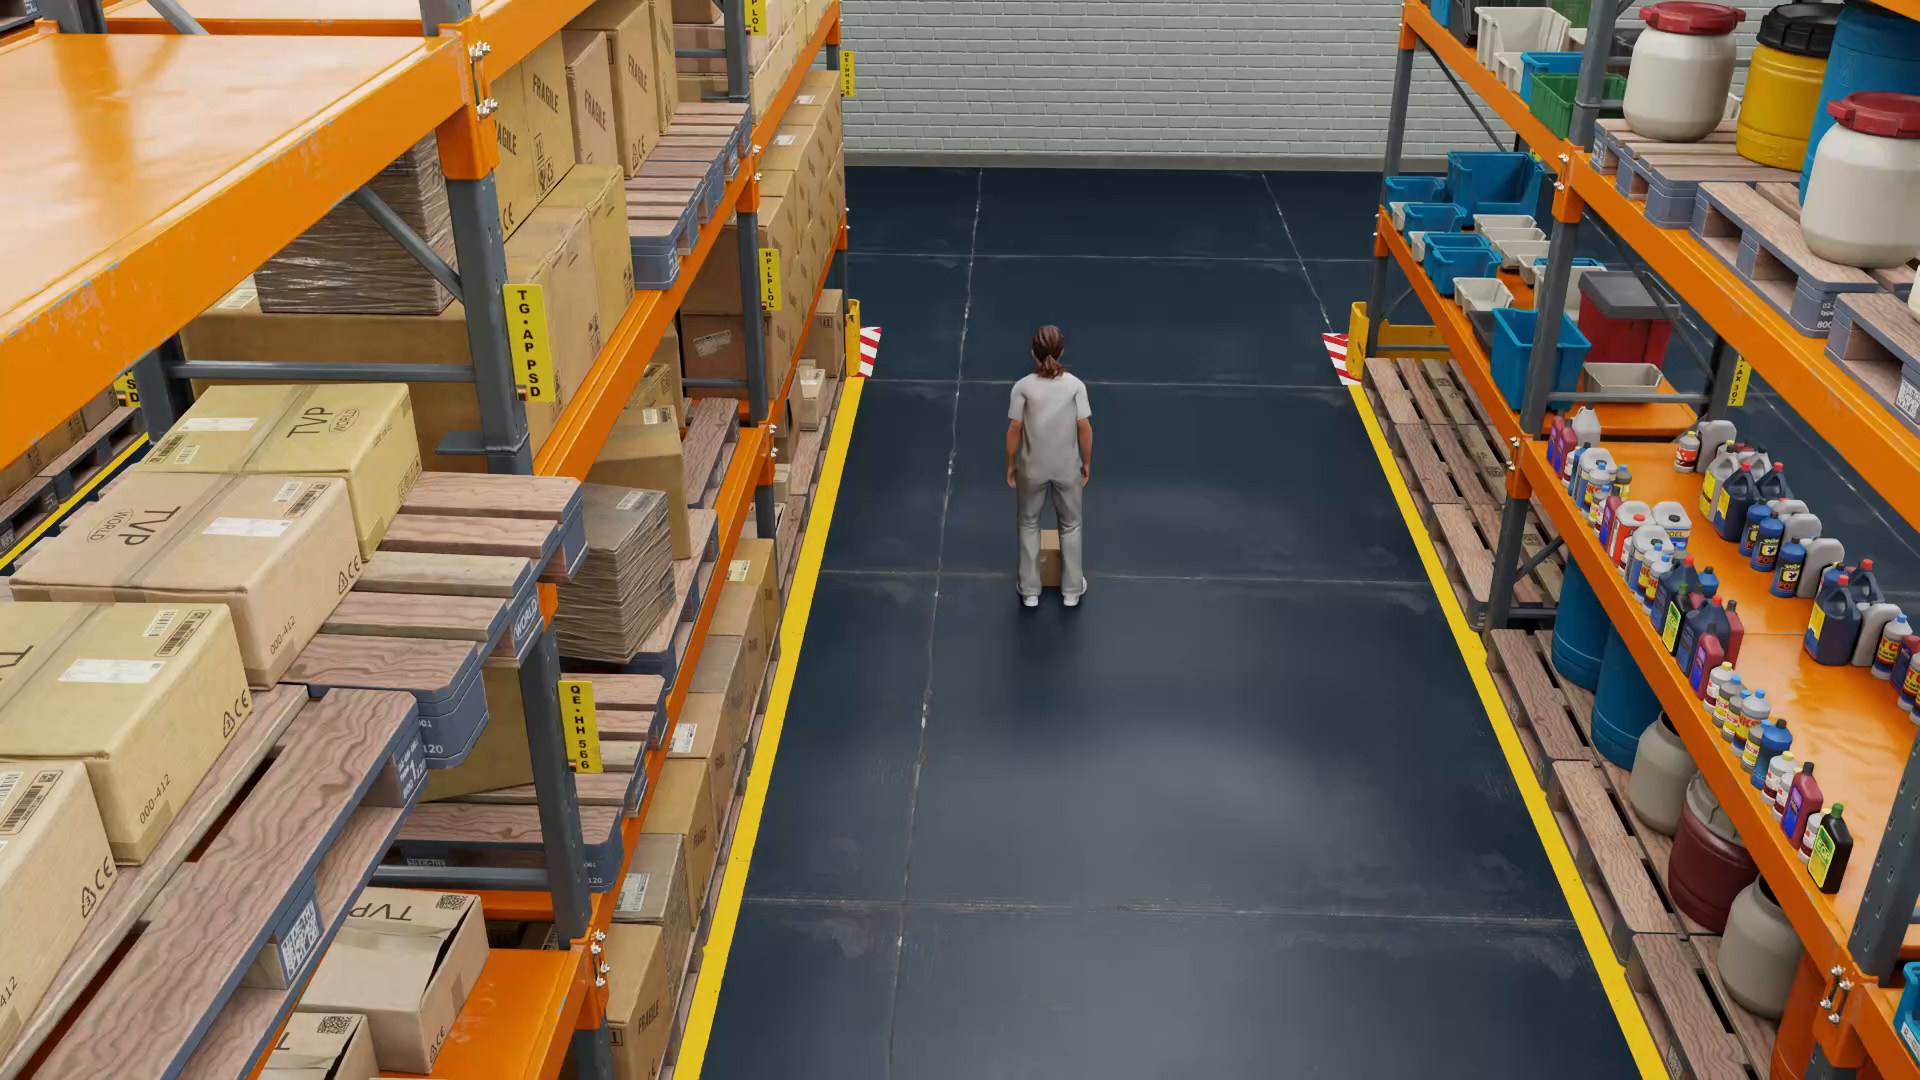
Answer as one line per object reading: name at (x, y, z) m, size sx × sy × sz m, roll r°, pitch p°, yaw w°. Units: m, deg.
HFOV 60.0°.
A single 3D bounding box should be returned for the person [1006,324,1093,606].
person at (0.504, -0.399, 9.379) m, size 0.498 × 1.665 × 0.358 m, roll 0°, pitch 28°, yaw 0°
